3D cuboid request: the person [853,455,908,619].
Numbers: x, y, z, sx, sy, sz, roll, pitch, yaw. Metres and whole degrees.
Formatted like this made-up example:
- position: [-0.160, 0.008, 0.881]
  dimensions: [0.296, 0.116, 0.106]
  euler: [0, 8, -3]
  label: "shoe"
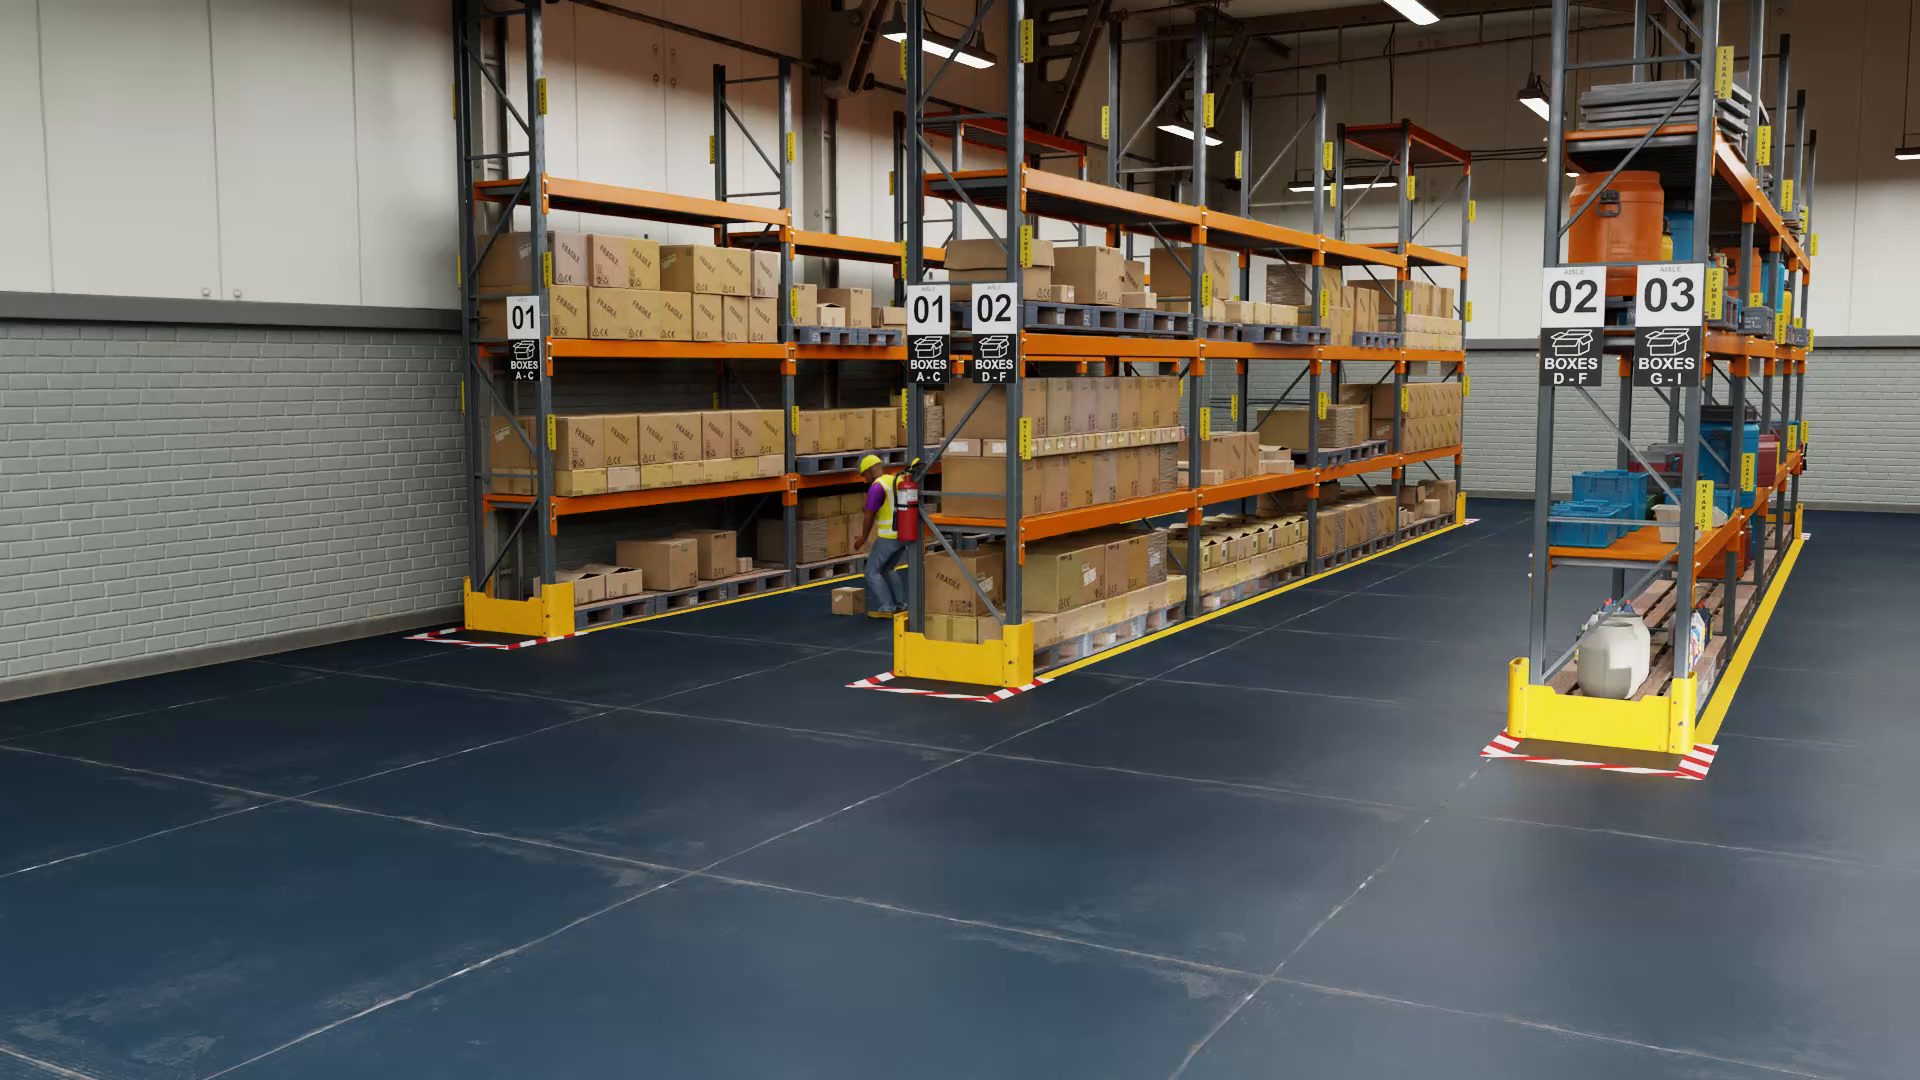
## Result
- position: [-0.776, -0.036, 16.941]
  dimensions: [0.554, 1.651, 0.610]
  euler: [3, 7, 30]
  label: "person"
